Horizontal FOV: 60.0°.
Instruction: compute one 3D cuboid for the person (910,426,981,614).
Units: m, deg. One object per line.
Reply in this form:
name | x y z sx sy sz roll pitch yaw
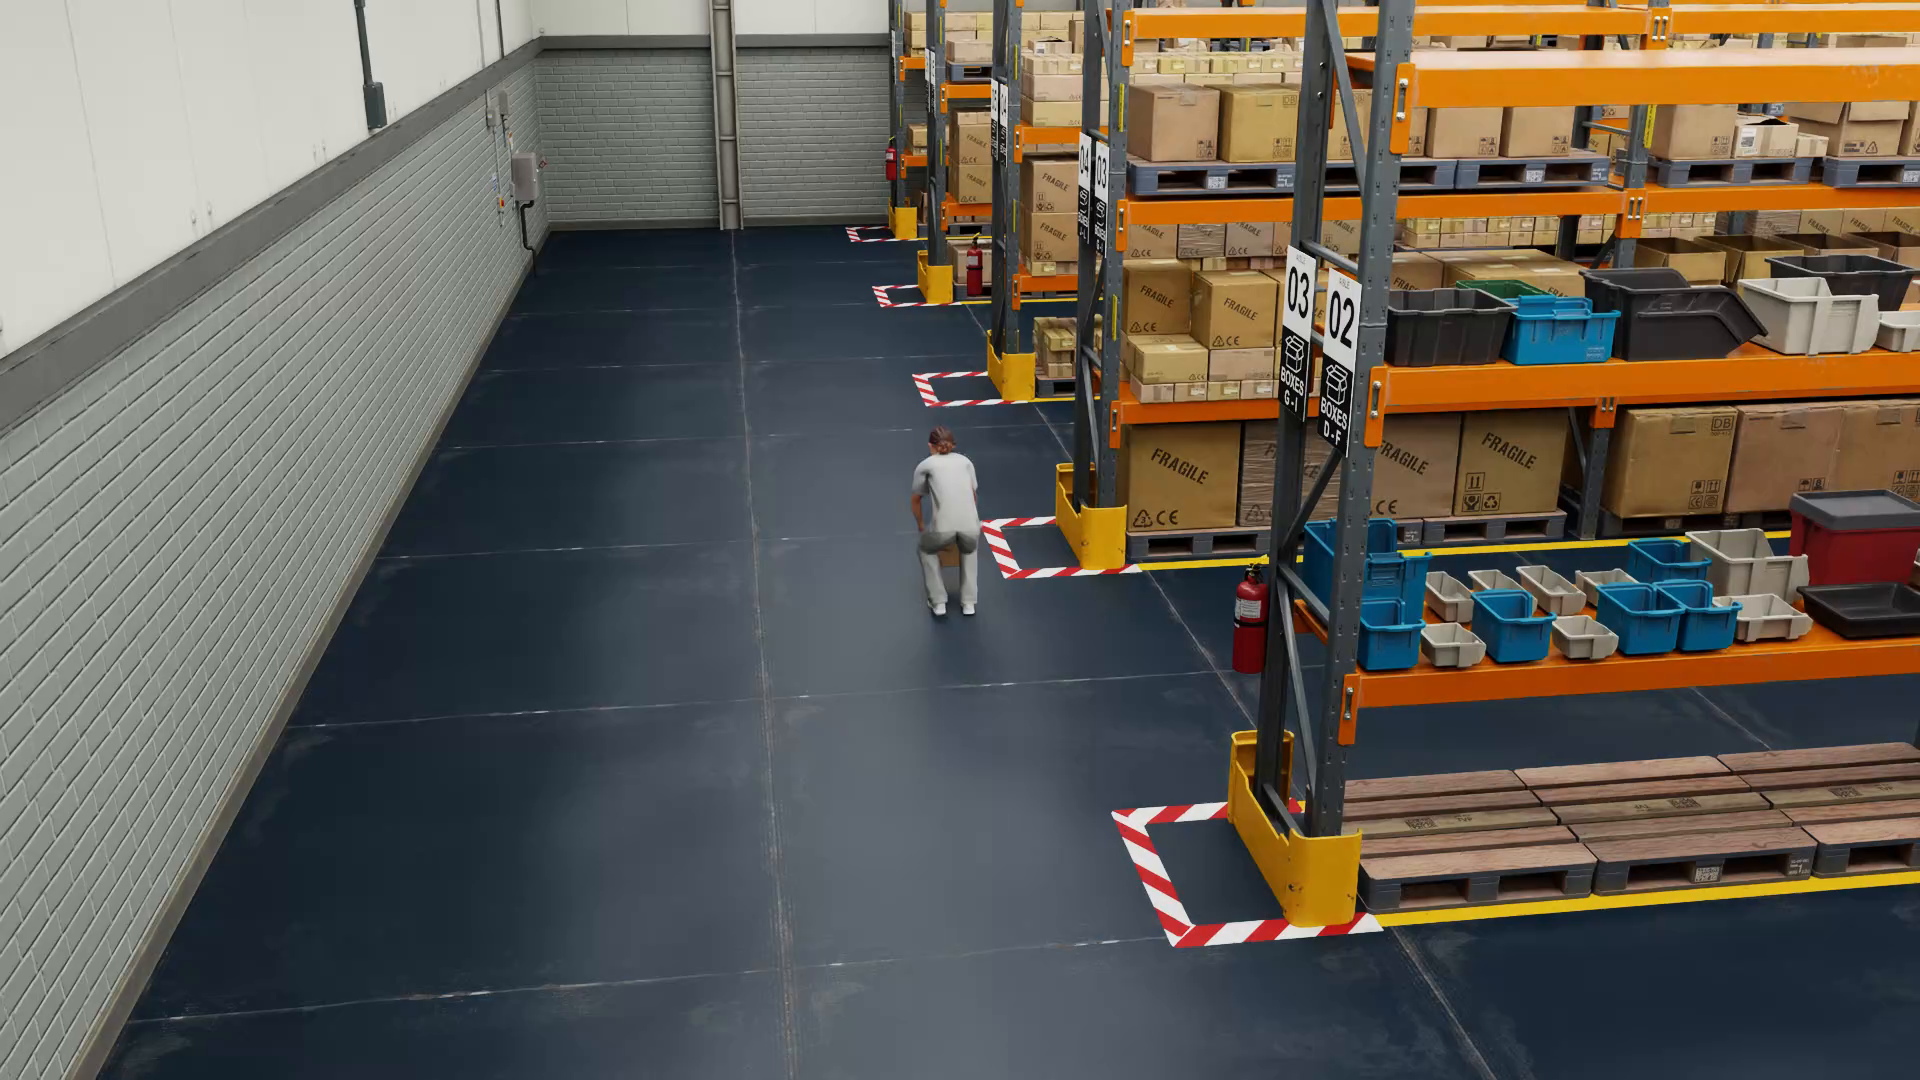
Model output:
person | -0.102 -0.124 11.960 0.492 1.306 0.680 -3 20 -8
